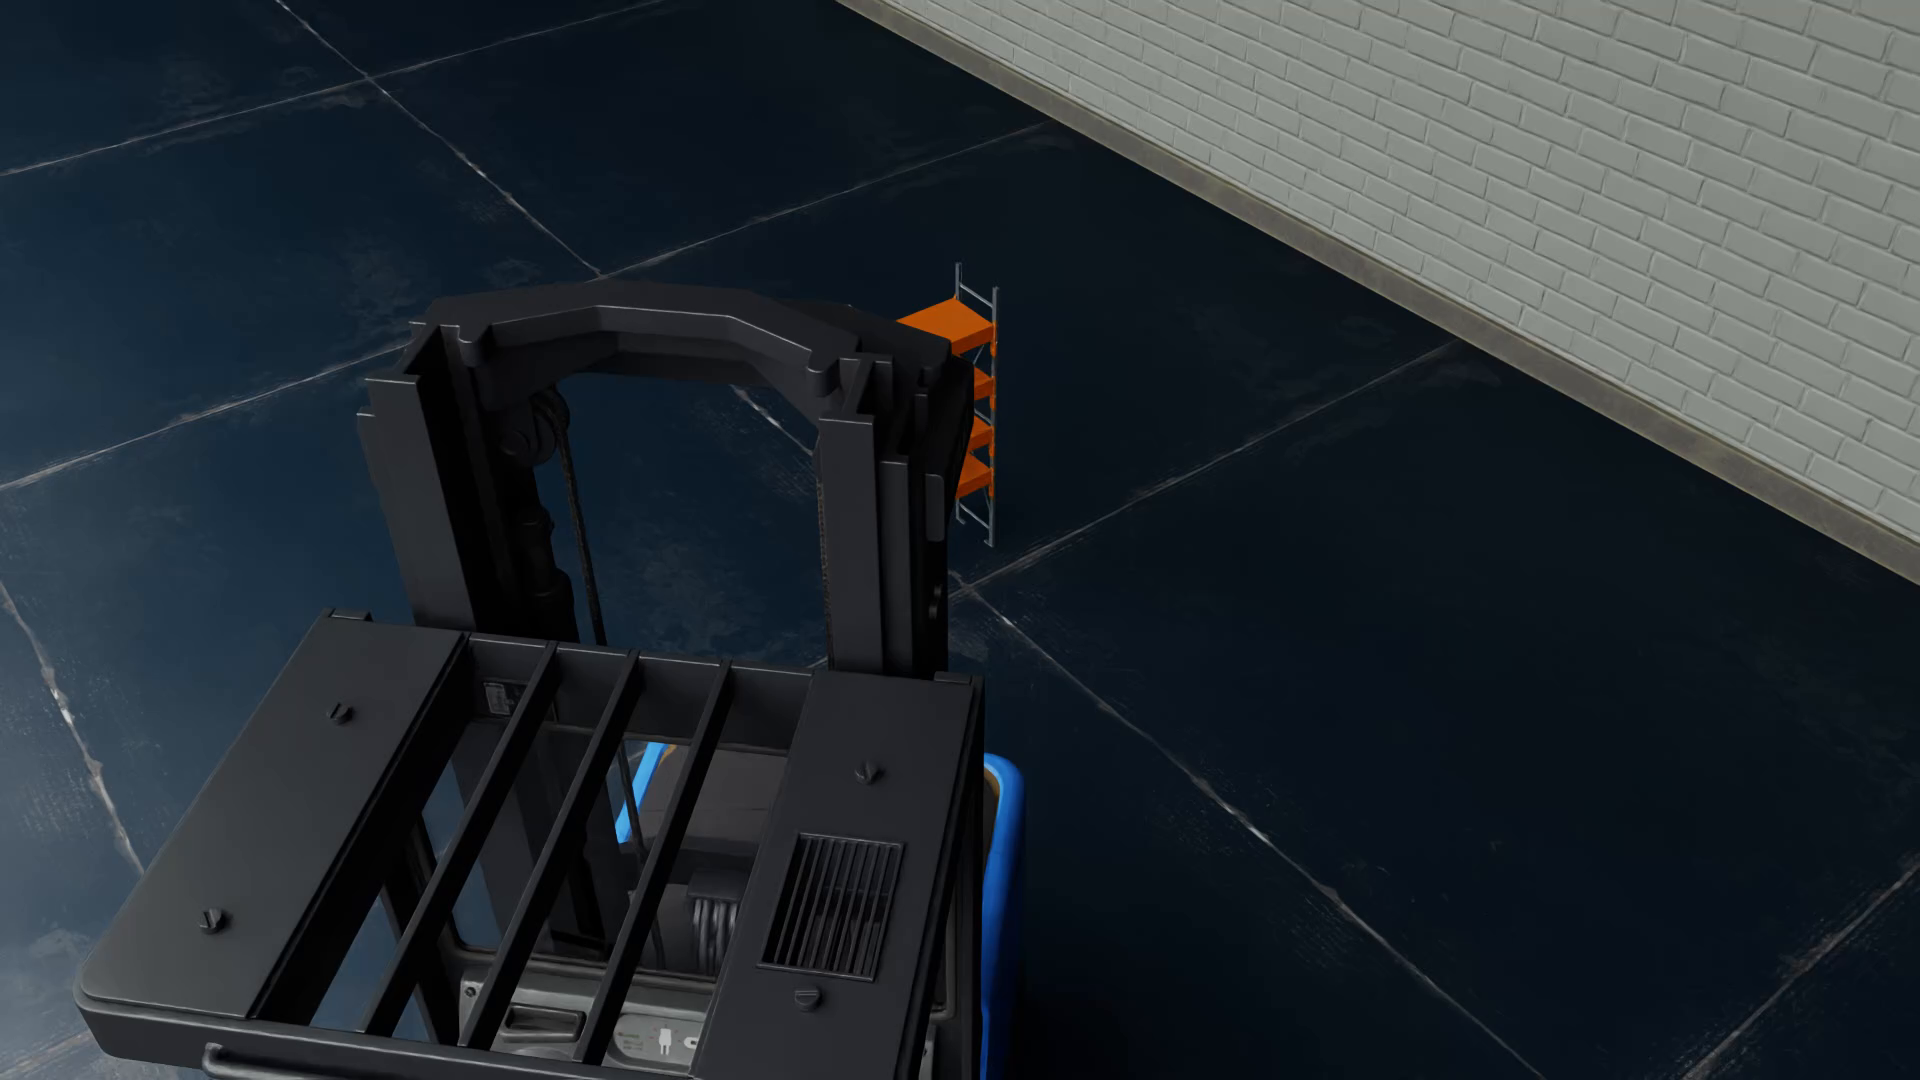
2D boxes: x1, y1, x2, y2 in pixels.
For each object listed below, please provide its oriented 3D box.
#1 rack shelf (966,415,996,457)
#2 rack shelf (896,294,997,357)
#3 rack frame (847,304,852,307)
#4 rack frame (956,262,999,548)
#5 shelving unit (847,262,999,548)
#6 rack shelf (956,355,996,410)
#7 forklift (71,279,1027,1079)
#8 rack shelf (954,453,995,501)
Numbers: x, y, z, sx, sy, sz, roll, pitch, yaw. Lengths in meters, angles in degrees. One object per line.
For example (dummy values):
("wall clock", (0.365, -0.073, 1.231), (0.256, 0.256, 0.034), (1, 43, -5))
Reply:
("rack shelf", (-0.131, -0.348, 6.334), (0.480, 0.148, 0.258), (-26, 46, -28))
("rack shelf", (-0.131, -0.704, 6.042), (0.480, 0.148, 0.258), (-26, 46, -28))
("rack frame", (-0.325, -0.306, 6.177), (0.015, 1.200, 0.240), (-26, 46, -28))
("rack frame", (0.062, -0.494, 6.406), (0.015, 1.200, 0.240), (-26, 46, -28))
("shelving unit", (-0.131, -0.400, 6.291), (0.503, 1.200, 0.258), (-26, 46, -28))
("rack shelf", (-0.131, -0.521, 6.192), (0.480, 0.148, 0.258), (-26, 46, -28))
("forklift", (-0.541, 1.144, 3.045), (1.130, 2.935, 3.031), (5, 40, 7))
("rack shelf", (-0.131, -0.194, 6.460), (0.480, 0.148, 0.258), (-26, 46, -28))
